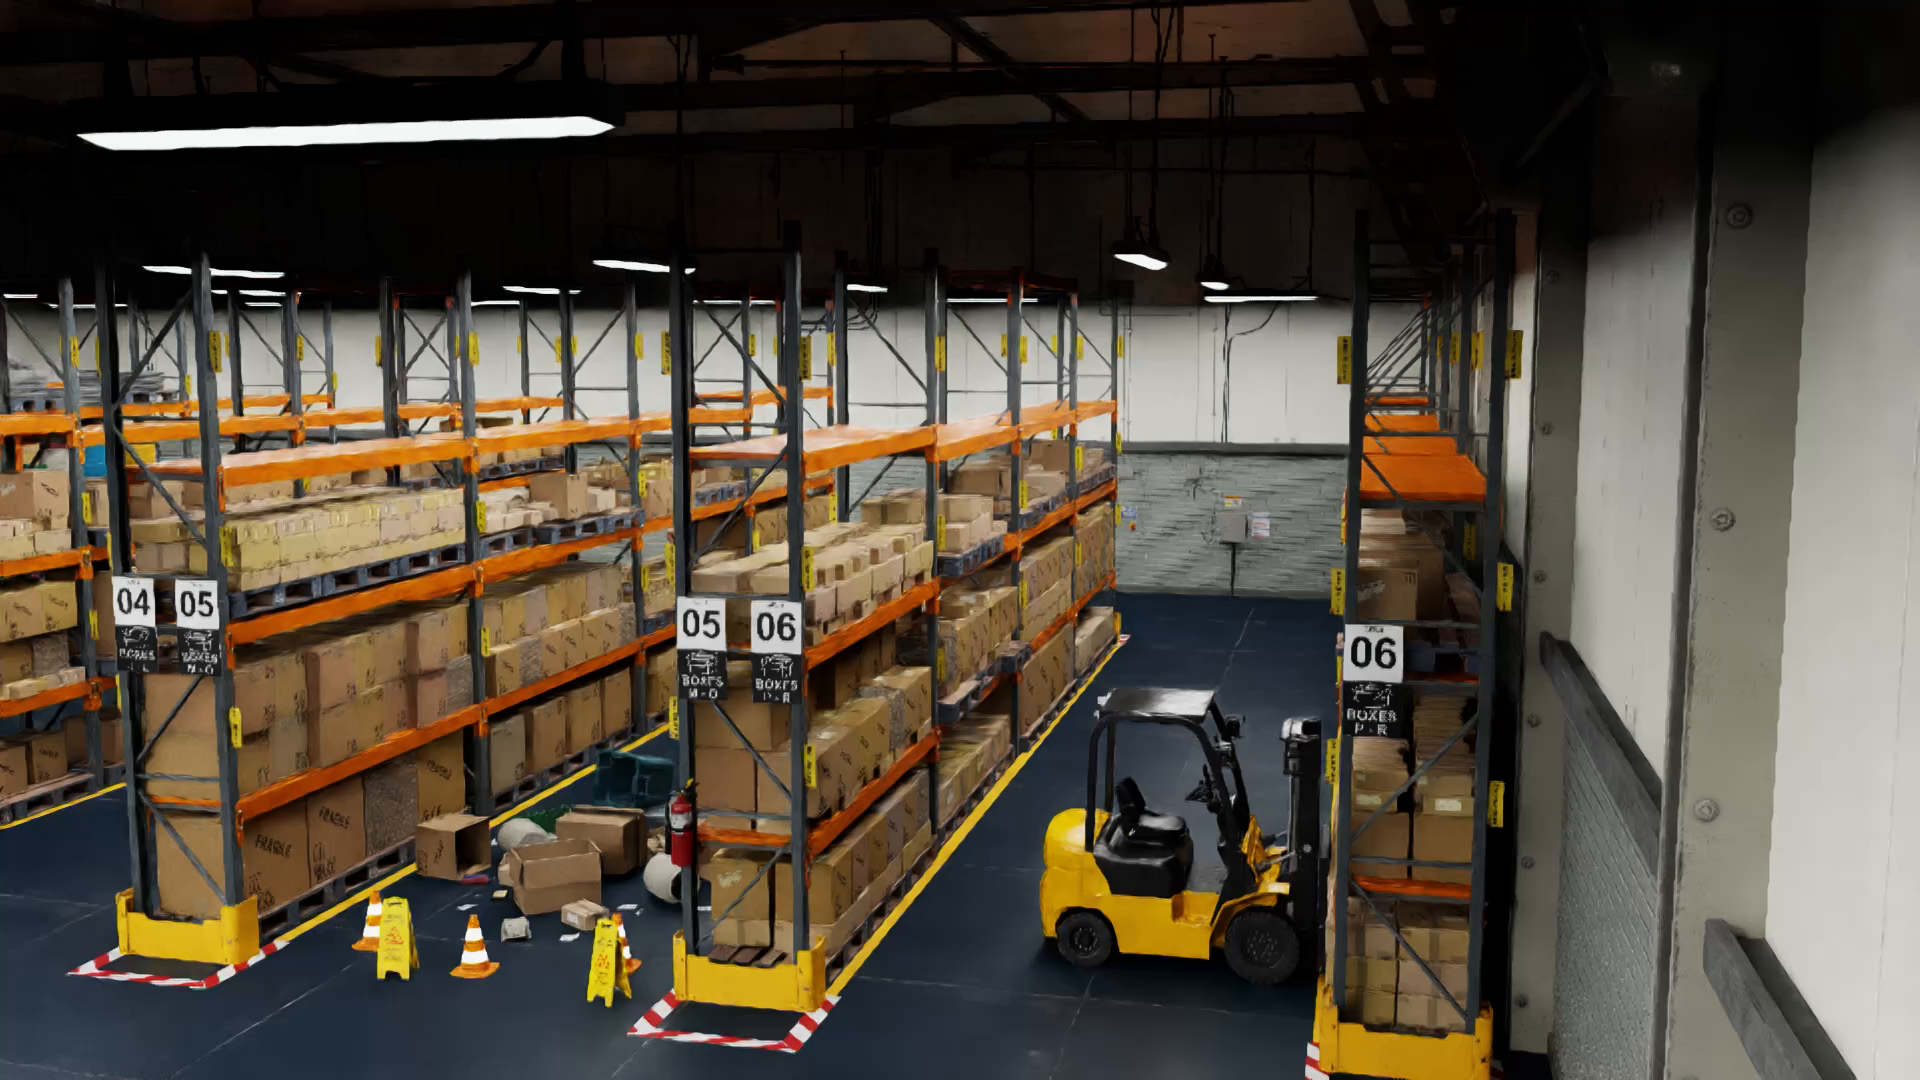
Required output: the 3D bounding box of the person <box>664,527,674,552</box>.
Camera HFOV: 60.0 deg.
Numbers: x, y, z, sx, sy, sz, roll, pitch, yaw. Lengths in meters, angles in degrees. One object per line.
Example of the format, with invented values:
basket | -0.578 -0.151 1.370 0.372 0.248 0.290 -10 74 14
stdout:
person | -5.193 0.631 30.201 0.519 1.722 0.638 0 7 2
